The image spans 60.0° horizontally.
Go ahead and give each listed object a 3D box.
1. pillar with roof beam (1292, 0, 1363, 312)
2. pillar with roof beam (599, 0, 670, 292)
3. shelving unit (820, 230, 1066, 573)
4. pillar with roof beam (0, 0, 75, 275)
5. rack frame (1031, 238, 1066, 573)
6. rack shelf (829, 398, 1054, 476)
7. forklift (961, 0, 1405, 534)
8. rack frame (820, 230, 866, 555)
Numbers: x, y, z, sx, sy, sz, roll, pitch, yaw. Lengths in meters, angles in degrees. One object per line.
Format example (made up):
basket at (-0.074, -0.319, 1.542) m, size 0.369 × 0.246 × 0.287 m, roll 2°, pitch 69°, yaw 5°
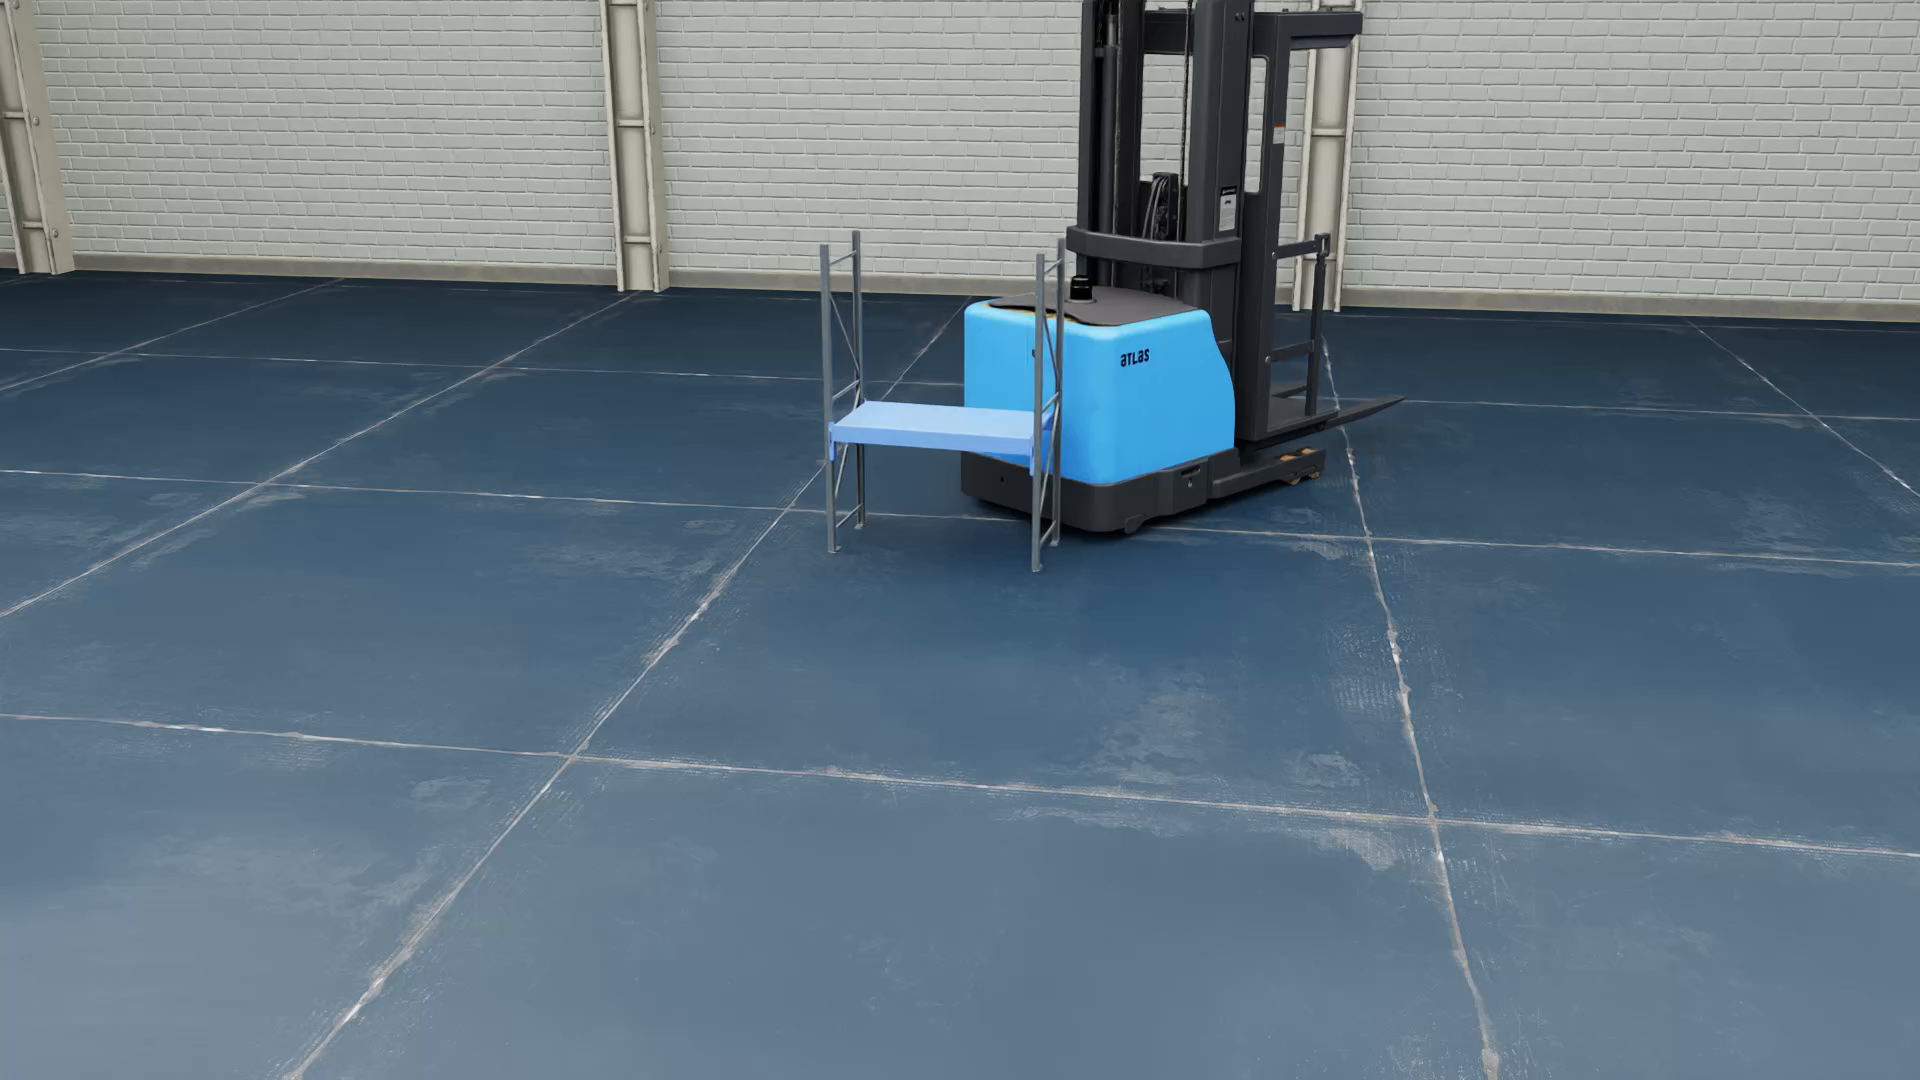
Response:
pillar with roof beam at (2.364, -4.908, 8.789) m, size 0.400 × 9.000 × 9.100 m, roll 3°, pitch 19°, yaw 9°
pillar with roof beam at (-3.560, -5.210, 9.692) m, size 0.400 × 9.000 × 9.100 m, roll 3°, pitch 19°, yaw 9°
shelving unit at (-0.073, -0.676, 7.960) m, size 1.048 × 1.500 × 0.538 m, roll 5°, pitch 19°, yaw 14°
pillar with roof beam at (-9.484, -5.512, 10.594) m, size 0.400 × 9.000 × 9.100 m, roll 3°, pitch 19°, yaw 9°
rack frame at (0.417, -0.634, 7.834) m, size 0.032 × 1.500 × 0.500 m, roll 5°, pitch 19°, yaw 14°
rack shelf at (-0.073, -0.506, 8.017) m, size 1.000 × 0.185 × 0.538 m, roll 5°, pitch 19°, yaw 14°
forklift at (1.416, -1.799, 9.060) m, size 3.031 × 2.935 × 1.130 m, roll -17°, pitch 25°, yaw -41°
rack frame at (-0.564, -0.718, 8.086) m, size 0.032 × 1.500 × 0.500 m, roll 5°, pitch 19°, yaw 14°
